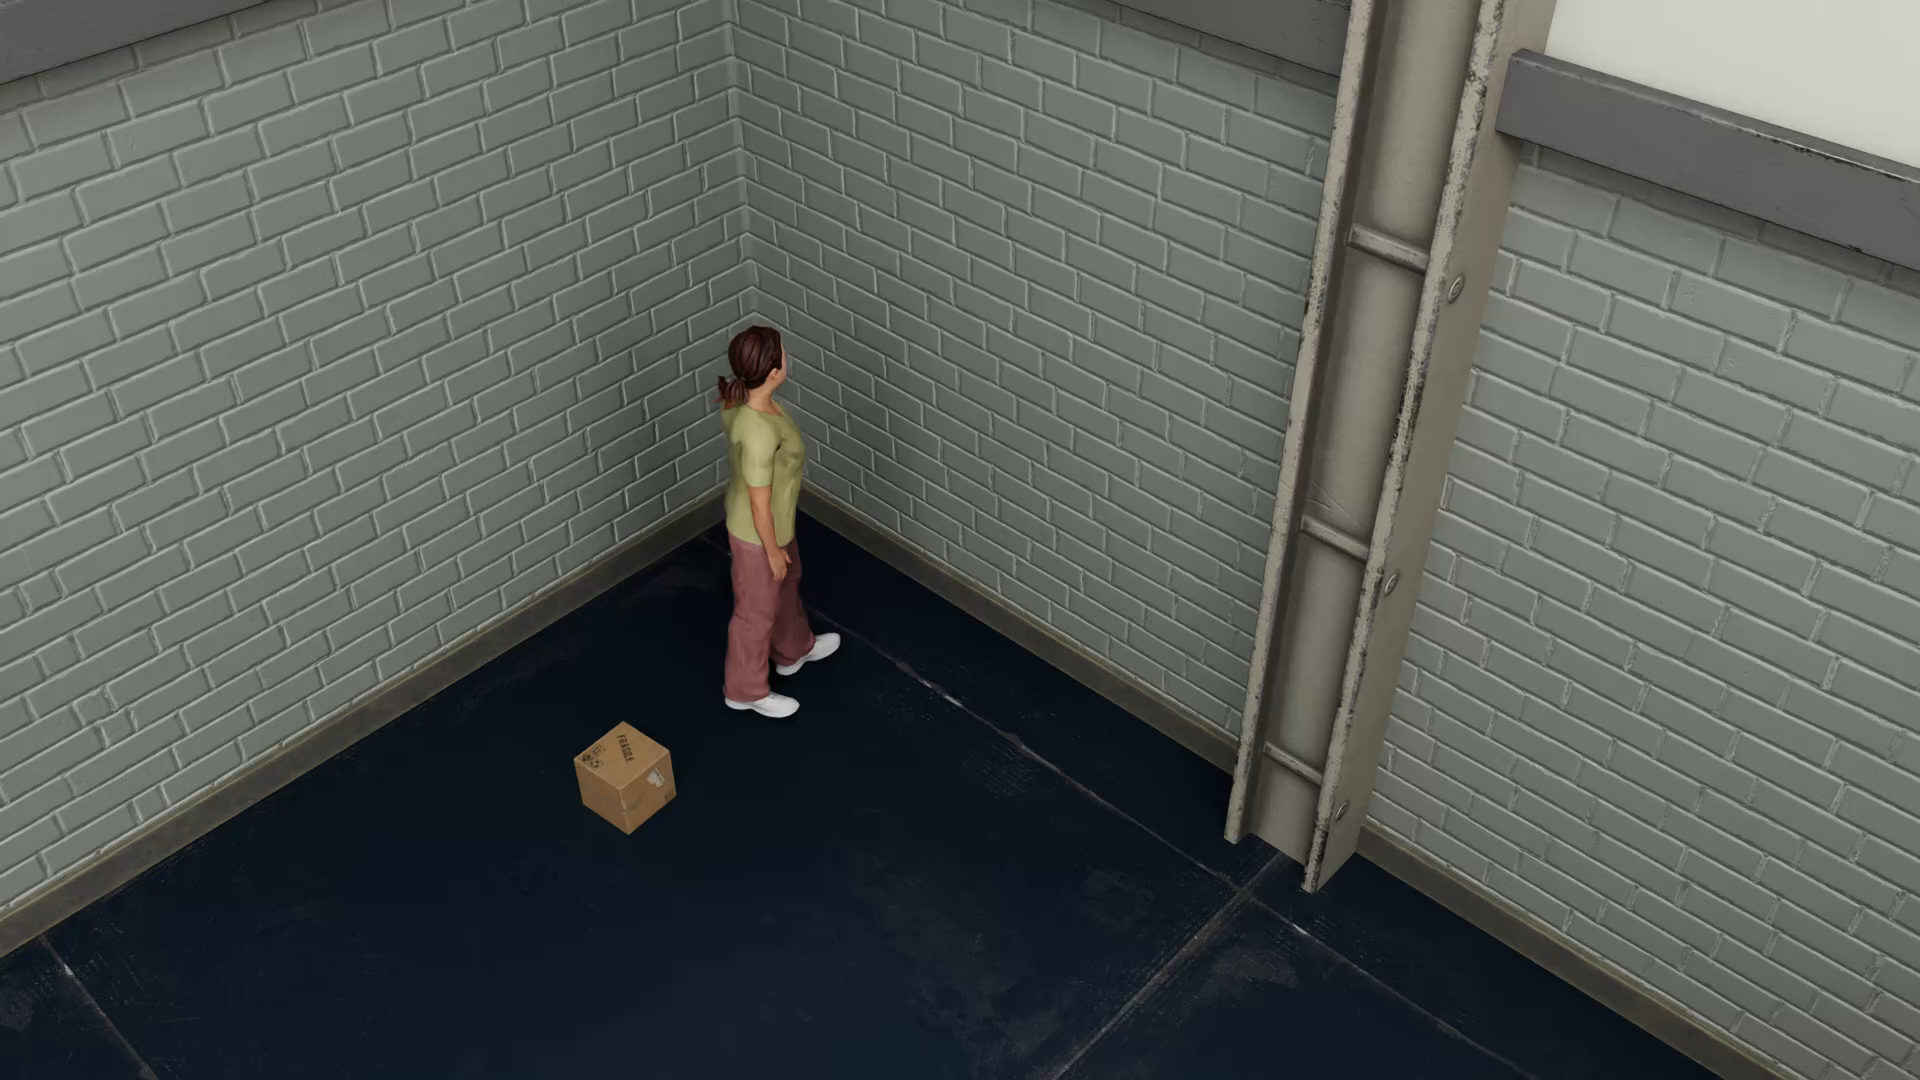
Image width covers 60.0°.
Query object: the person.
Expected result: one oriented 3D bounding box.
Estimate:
[{"bbox_3d":[-0.707,-0.056,6.206,0.512,1.671,0.461,-8,40,-10],"label":"person"}]
